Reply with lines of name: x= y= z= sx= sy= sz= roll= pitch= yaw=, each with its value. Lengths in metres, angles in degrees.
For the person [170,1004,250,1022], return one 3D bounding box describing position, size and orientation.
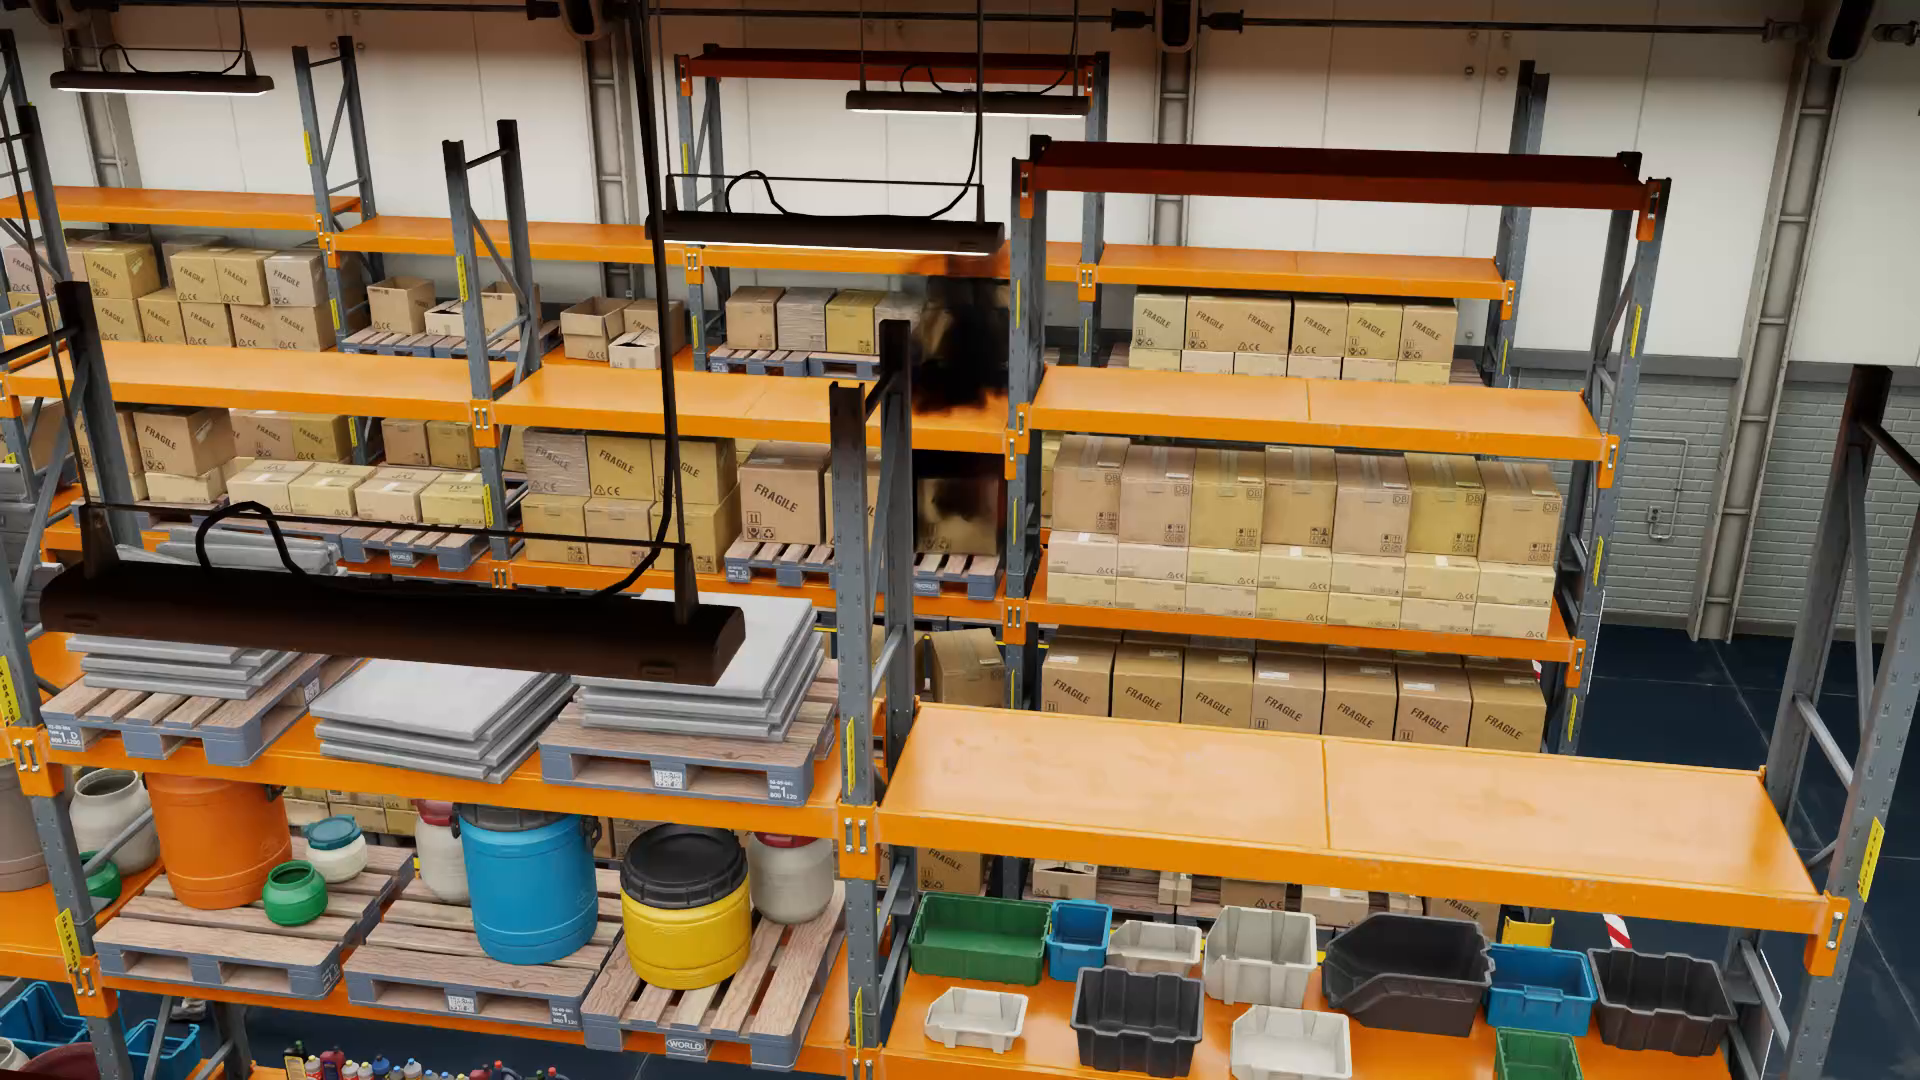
person: x=-5.412 y=2.701 z=11.768 sx=0.801 sy=1.752 sz=0.631 roll=3 pitch=23 yaw=6
